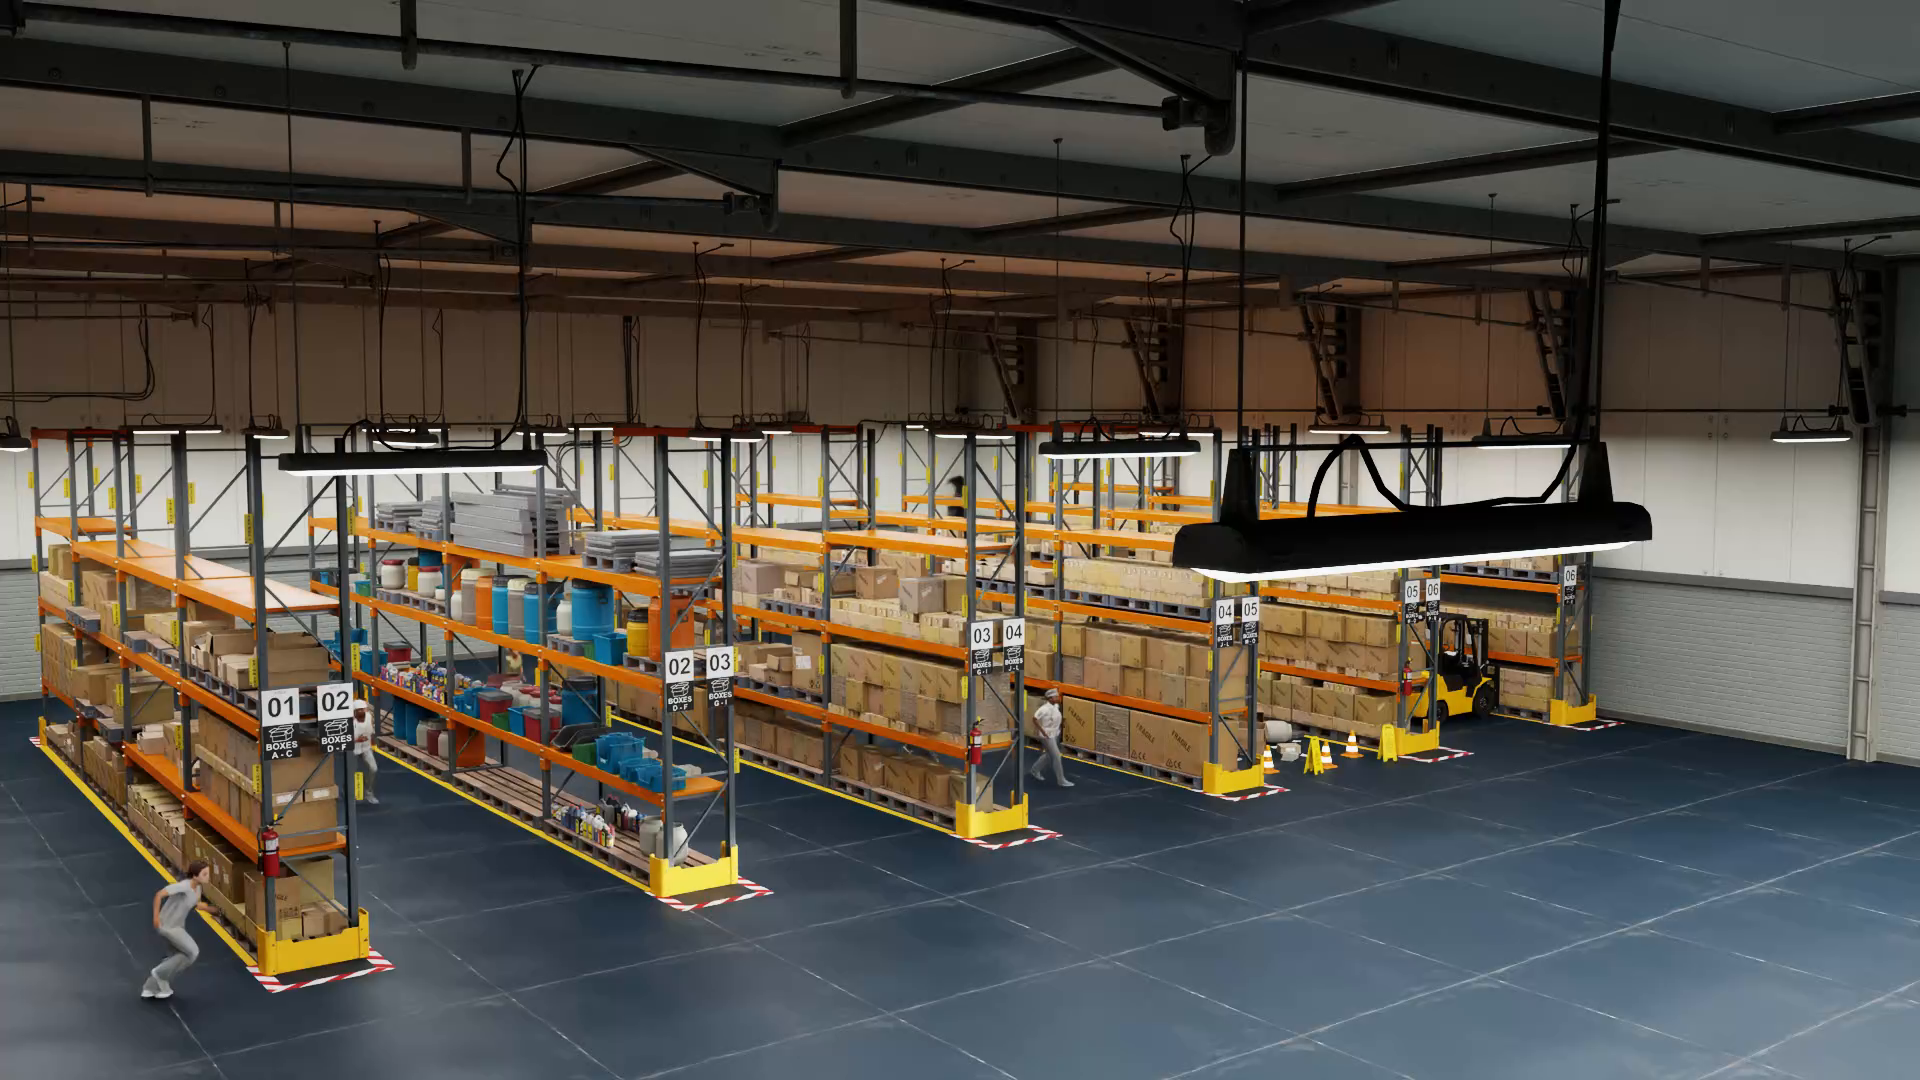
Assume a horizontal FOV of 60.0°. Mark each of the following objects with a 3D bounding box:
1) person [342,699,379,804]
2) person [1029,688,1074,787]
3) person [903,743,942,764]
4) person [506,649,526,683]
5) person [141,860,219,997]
[{"bbox_3d":[-9.643,3.374,26.627,0.642,1.707,0.968,-4,6,-44],"label":"person"},{"bbox_3d":[1.500,3.289,27.882,0.858,1.660,0.570,2,5,27],"label":"person"},{"bbox_3d":[-0.669,3.201,29.673,0.891,1.612,0.566,3,5,29],"label":"person"},{"bbox_3d":[-9.215,2.882,33.938,0.774,1.578,0.587,3,5,30],"label":"person"},{"bbox_3d":[-8.375,4.180,17.796,0.836,1.502,0.599,0,4,1],"label":"person"}]
